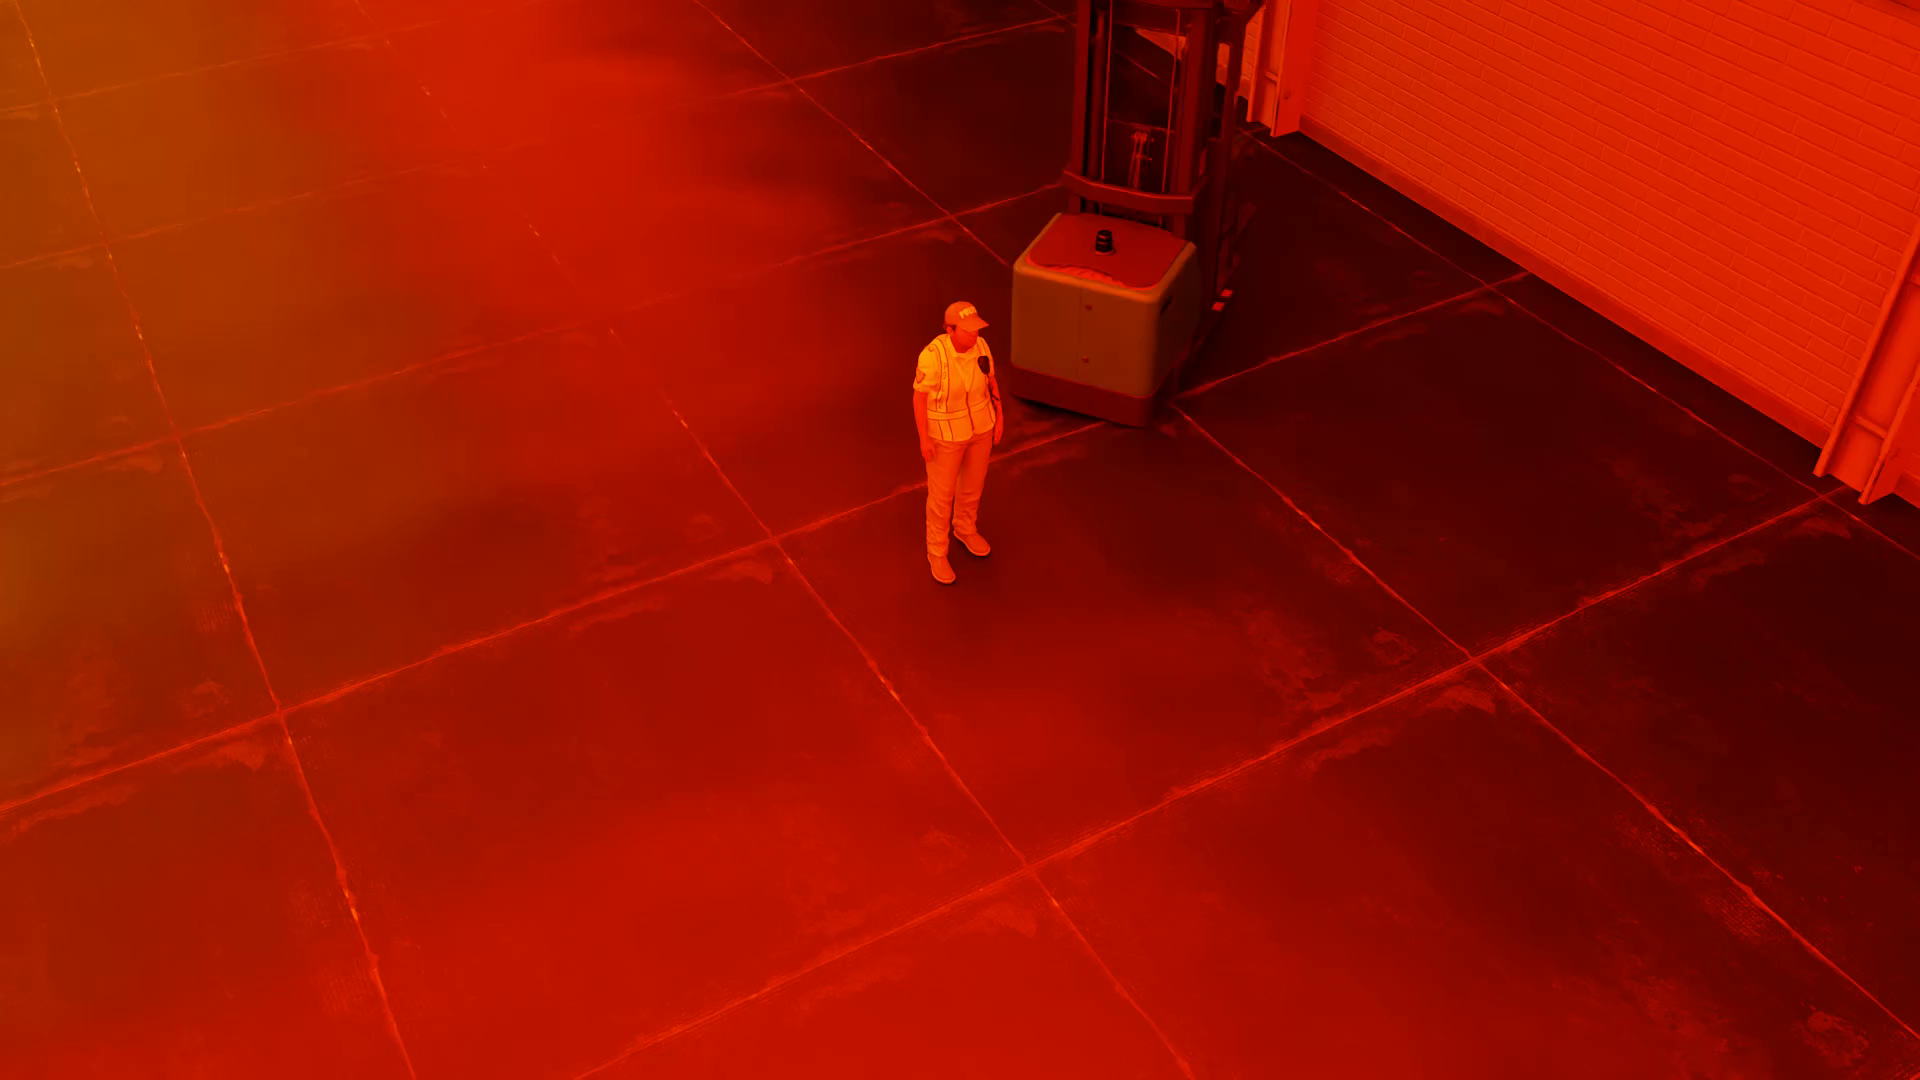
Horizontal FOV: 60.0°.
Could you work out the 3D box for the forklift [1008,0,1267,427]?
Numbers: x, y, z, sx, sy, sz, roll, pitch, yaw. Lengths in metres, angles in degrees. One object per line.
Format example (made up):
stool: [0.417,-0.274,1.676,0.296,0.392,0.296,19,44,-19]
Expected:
forklift: [1.411,-2.822,11.439,1.130,2.935,3.031,16,42,19]

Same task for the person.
person: [0.019,-0.597,9.736,0.598,1.670,0.529,-20,44,-23]
